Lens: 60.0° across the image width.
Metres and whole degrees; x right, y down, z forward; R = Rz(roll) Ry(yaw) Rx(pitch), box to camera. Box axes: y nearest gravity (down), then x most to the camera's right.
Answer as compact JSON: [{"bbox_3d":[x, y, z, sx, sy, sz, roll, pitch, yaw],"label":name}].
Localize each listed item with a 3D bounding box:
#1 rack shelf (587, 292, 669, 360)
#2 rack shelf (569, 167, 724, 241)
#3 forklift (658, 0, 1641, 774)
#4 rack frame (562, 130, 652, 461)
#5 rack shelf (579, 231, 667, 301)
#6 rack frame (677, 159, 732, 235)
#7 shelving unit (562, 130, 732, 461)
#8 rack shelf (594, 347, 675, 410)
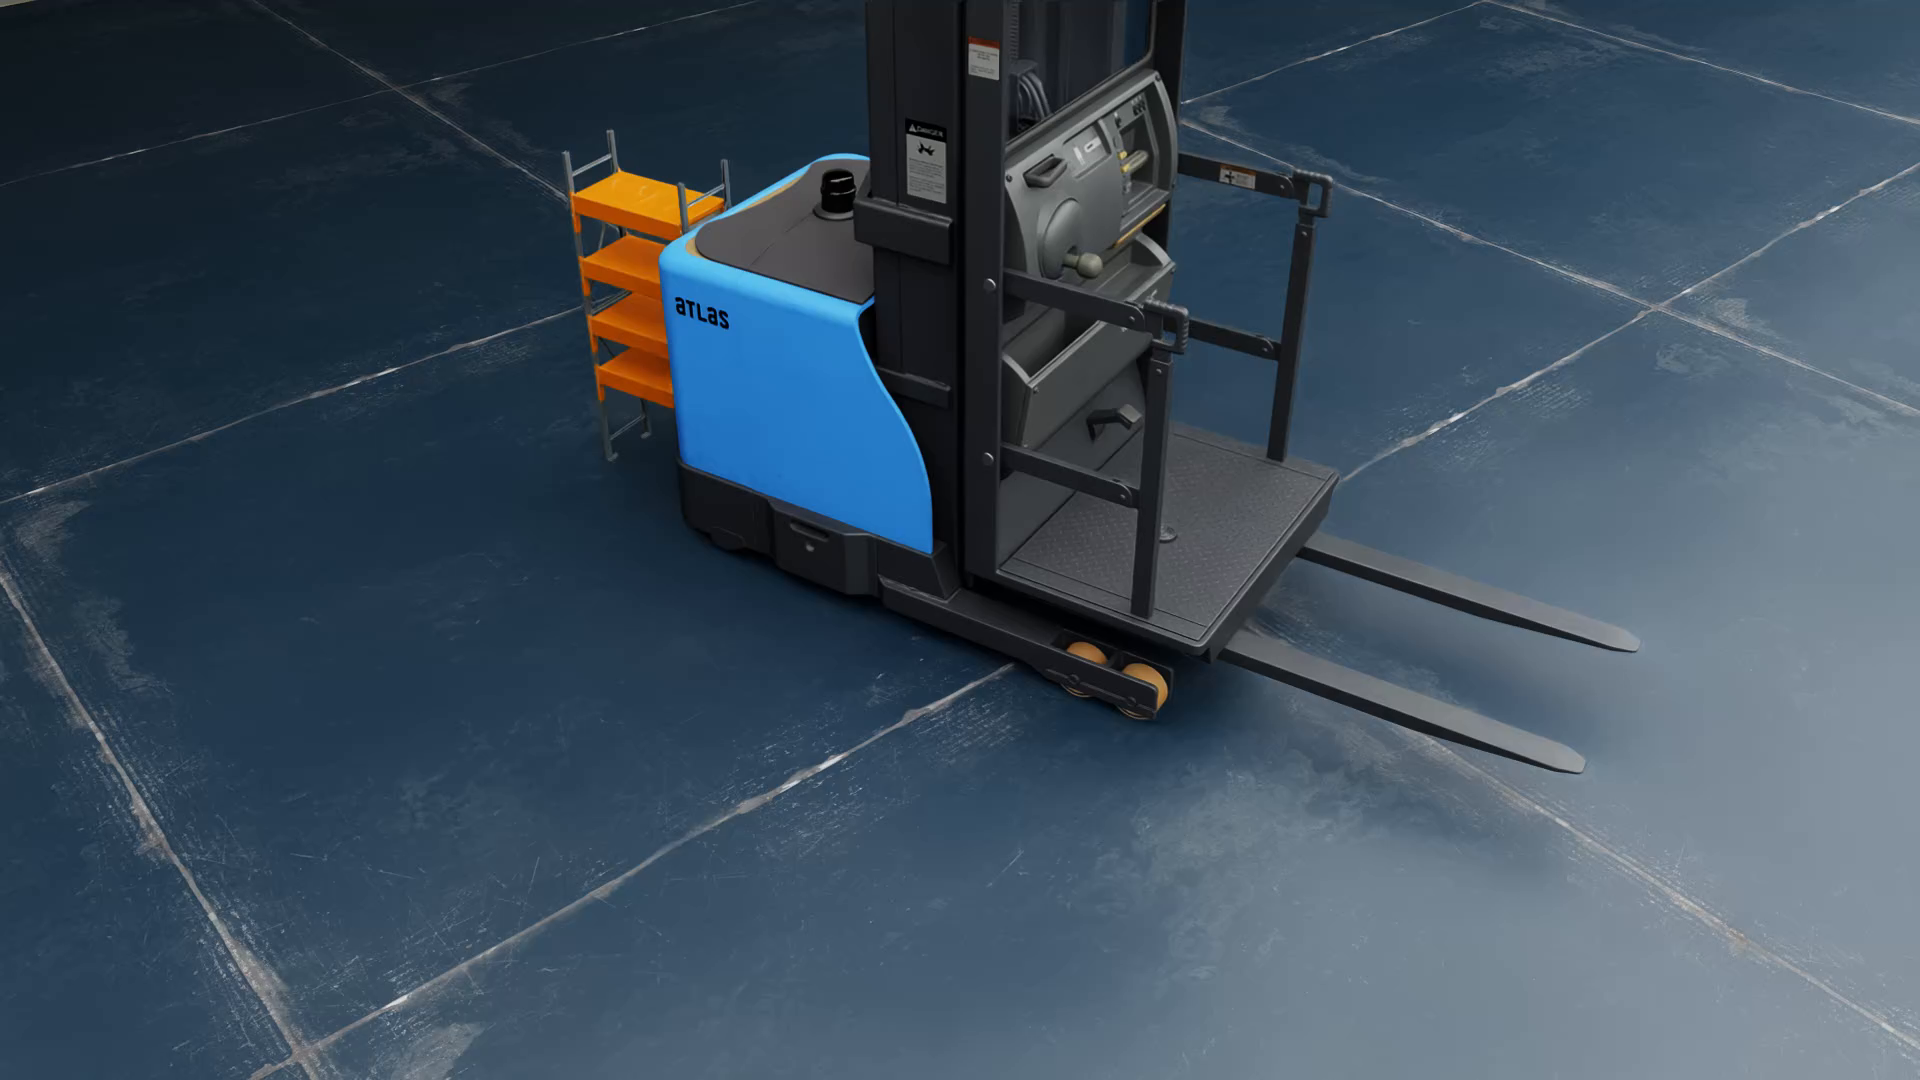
[{"bbox_3d":[-1.035,-0.712,5.834,0.480,0.148,0.258,20,40,25],"label":"rack shelf"},{"bbox_3d":[-1.035,-1.088,5.568,0.480,0.148,0.258,20,40,25],"label":"rack shelf"},{"bbox_3d":[0.562,-1.010,4.640,3.031,2.935,1.130,20,40,25],"label":"forklift"},{"bbox_3d":[-1.242,-0.842,5.900,0.015,1.200,0.240,20,40,25],"label":"rack frame"},{"bbox_3d":[-1.035,-0.895,5.705,0.480,0.148,0.258,20,40,25],"label":"rack shelf"},{"bbox_3d":[-0.827,-0.693,5.691,0.015,1.200,0.240,20,40,25],"label":"rack frame"},{"bbox_3d":[-1.035,-0.767,5.795,0.503,1.200,0.258,20,40,25],"label":"shelving unit"},{"bbox_3d":[-1.035,-0.550,5.949,0.480,0.148,0.258,20,40,25],"label":"rack shelf"}]
